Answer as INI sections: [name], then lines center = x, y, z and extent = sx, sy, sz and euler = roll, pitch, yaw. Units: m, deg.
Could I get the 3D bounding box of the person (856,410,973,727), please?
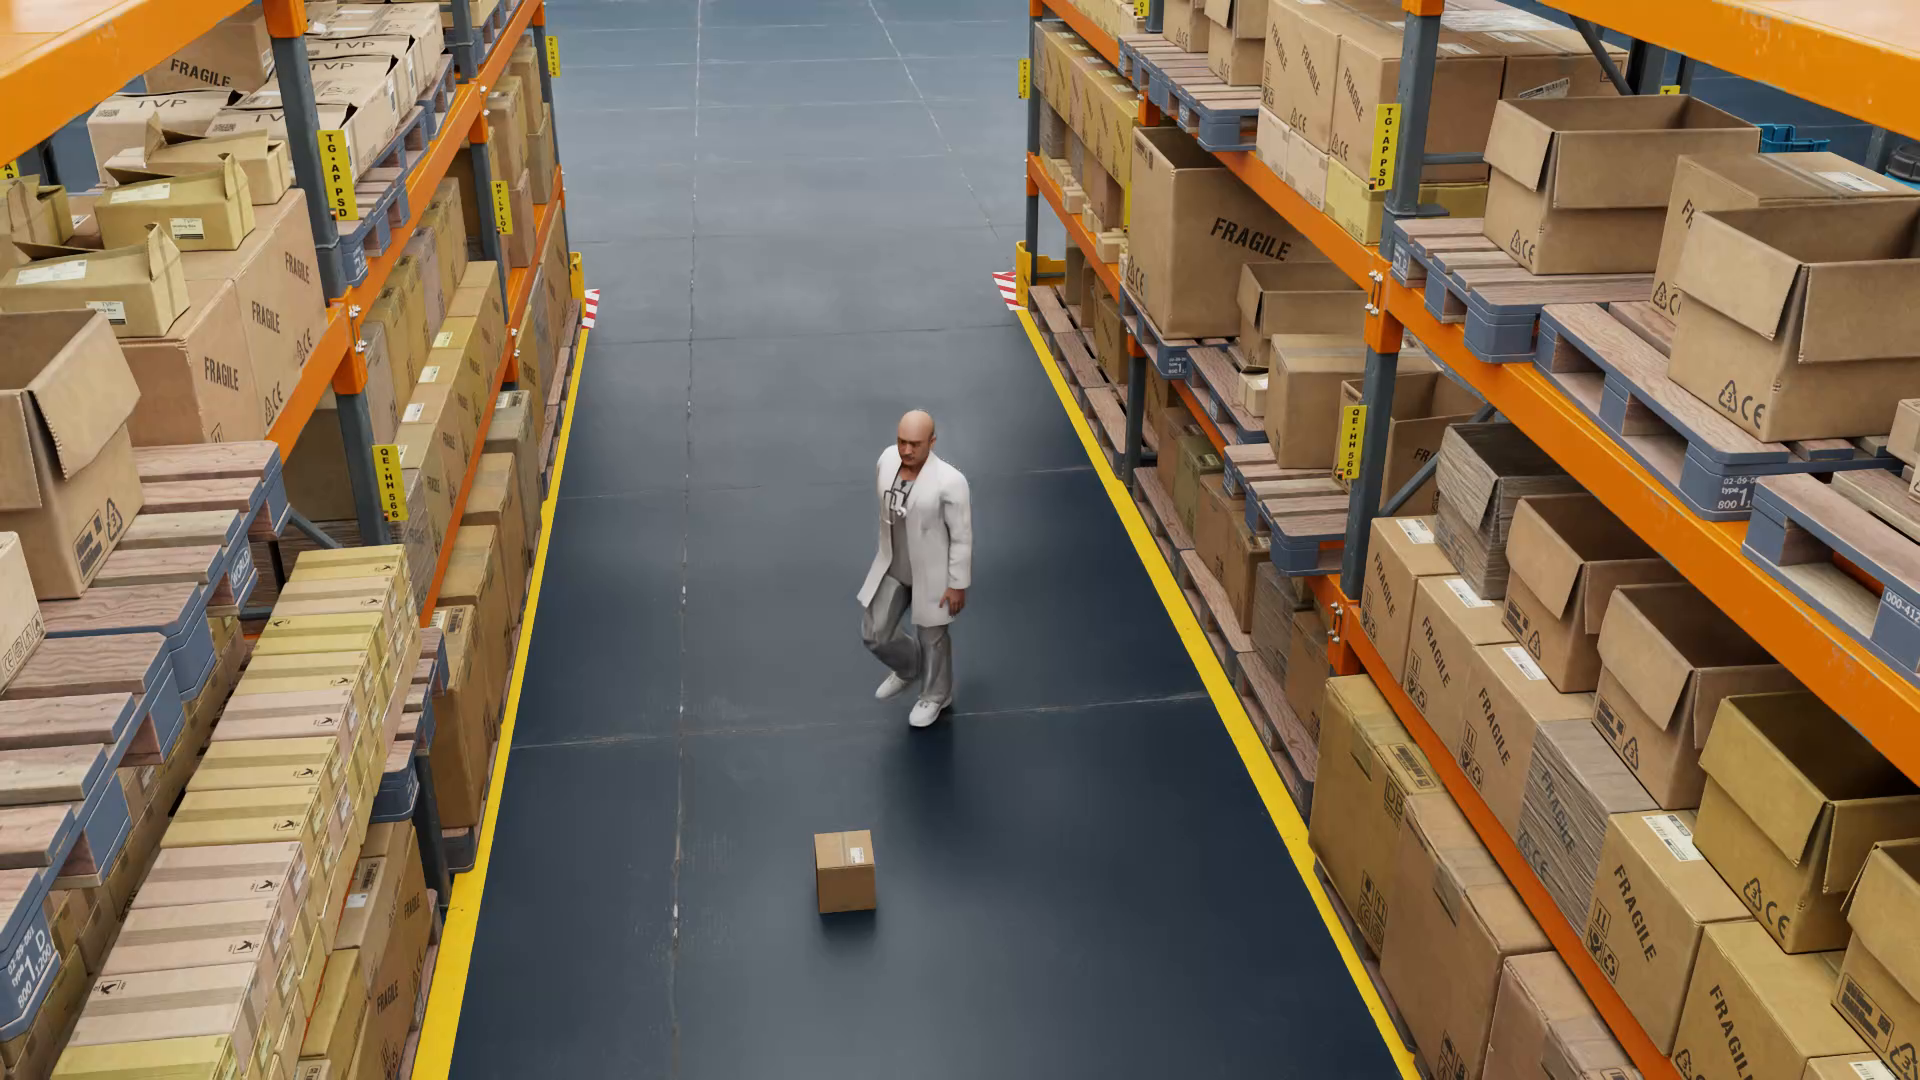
[person]
center = -0.202, 0.151, 8.293
extent = 0.610, 1.766, 0.525
euler = 16, 31, 28
